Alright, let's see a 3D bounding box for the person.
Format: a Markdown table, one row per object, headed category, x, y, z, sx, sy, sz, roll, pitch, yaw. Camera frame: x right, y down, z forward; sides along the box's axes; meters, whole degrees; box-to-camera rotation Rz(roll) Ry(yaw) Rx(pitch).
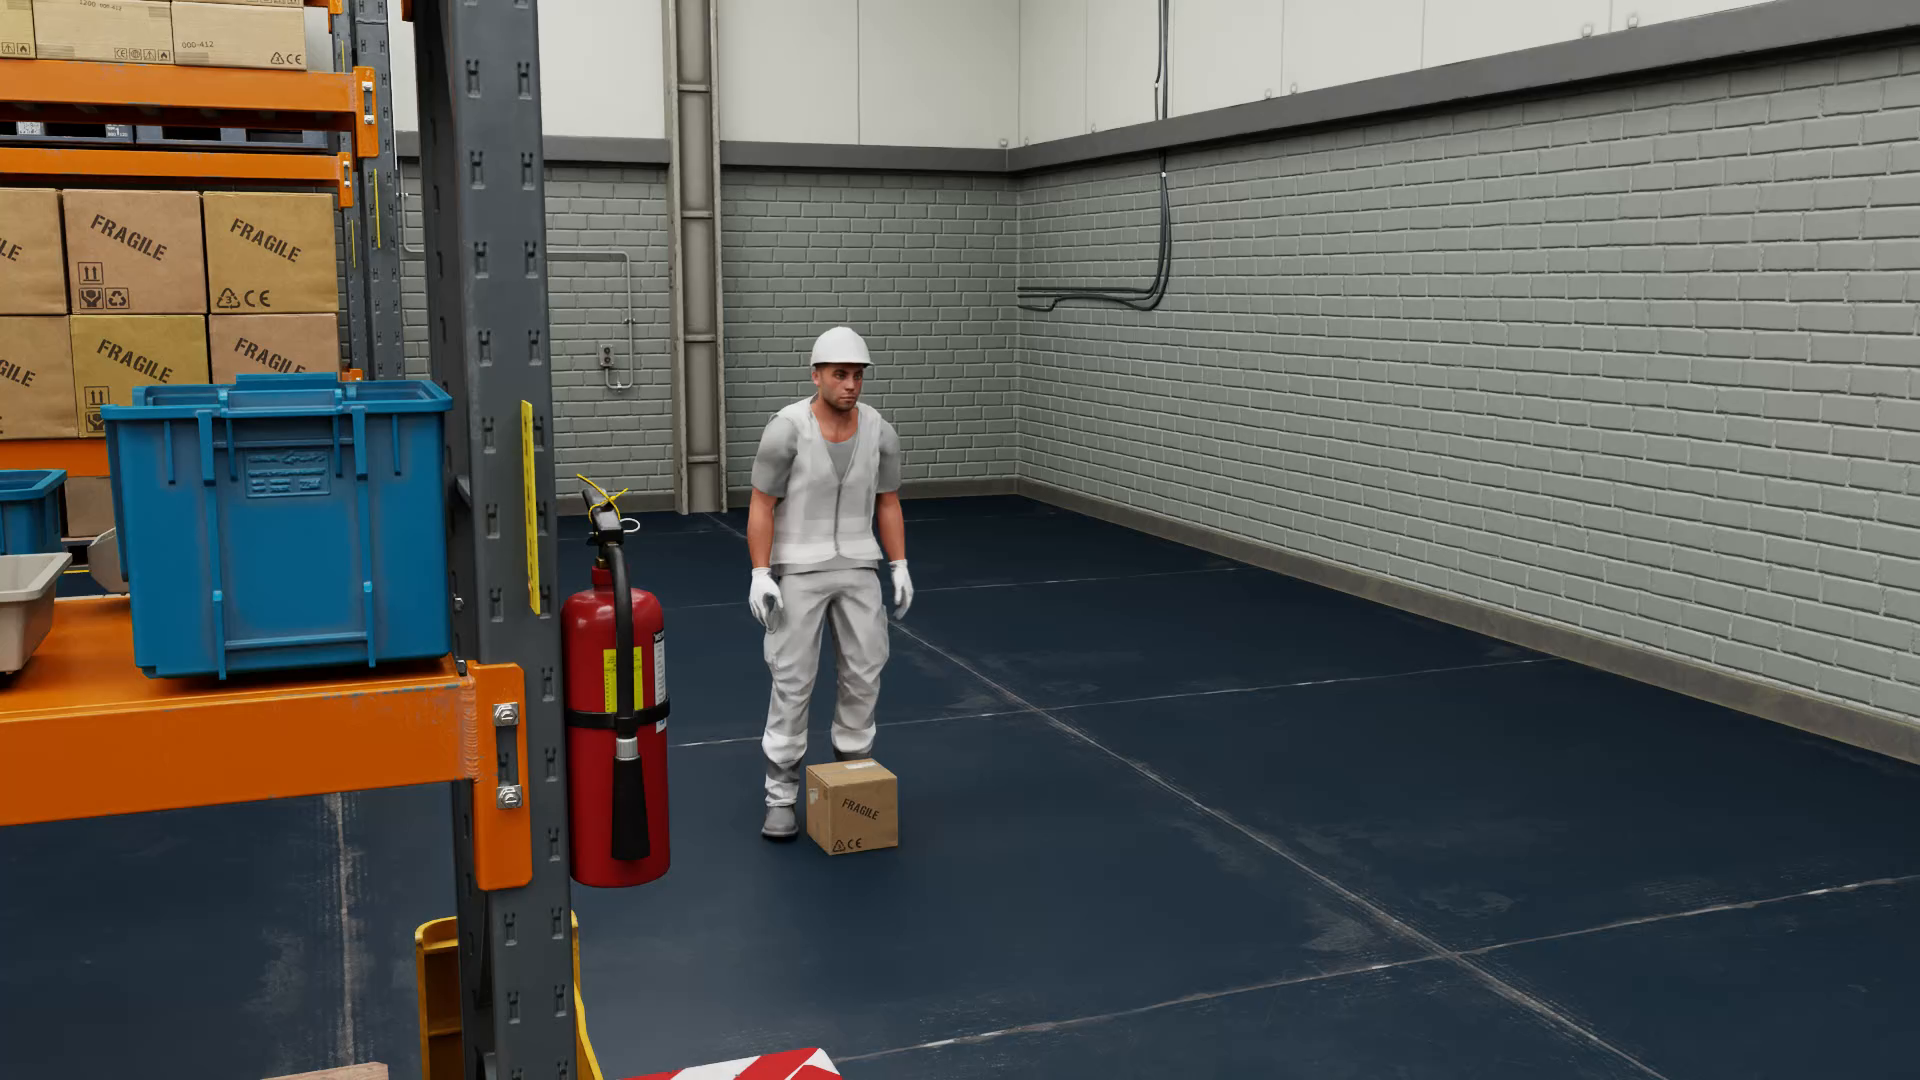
| category | x | y | z | sx | sy | sz | roll | pitch | yaw |
| --- | --- | --- | --- | --- | --- | --- | --- | --- | --- |
| person | -0.456 | 0.140 | 5.893 | 0.620 | 1.780 | 0.446 | -4 | 10 | -24 |
